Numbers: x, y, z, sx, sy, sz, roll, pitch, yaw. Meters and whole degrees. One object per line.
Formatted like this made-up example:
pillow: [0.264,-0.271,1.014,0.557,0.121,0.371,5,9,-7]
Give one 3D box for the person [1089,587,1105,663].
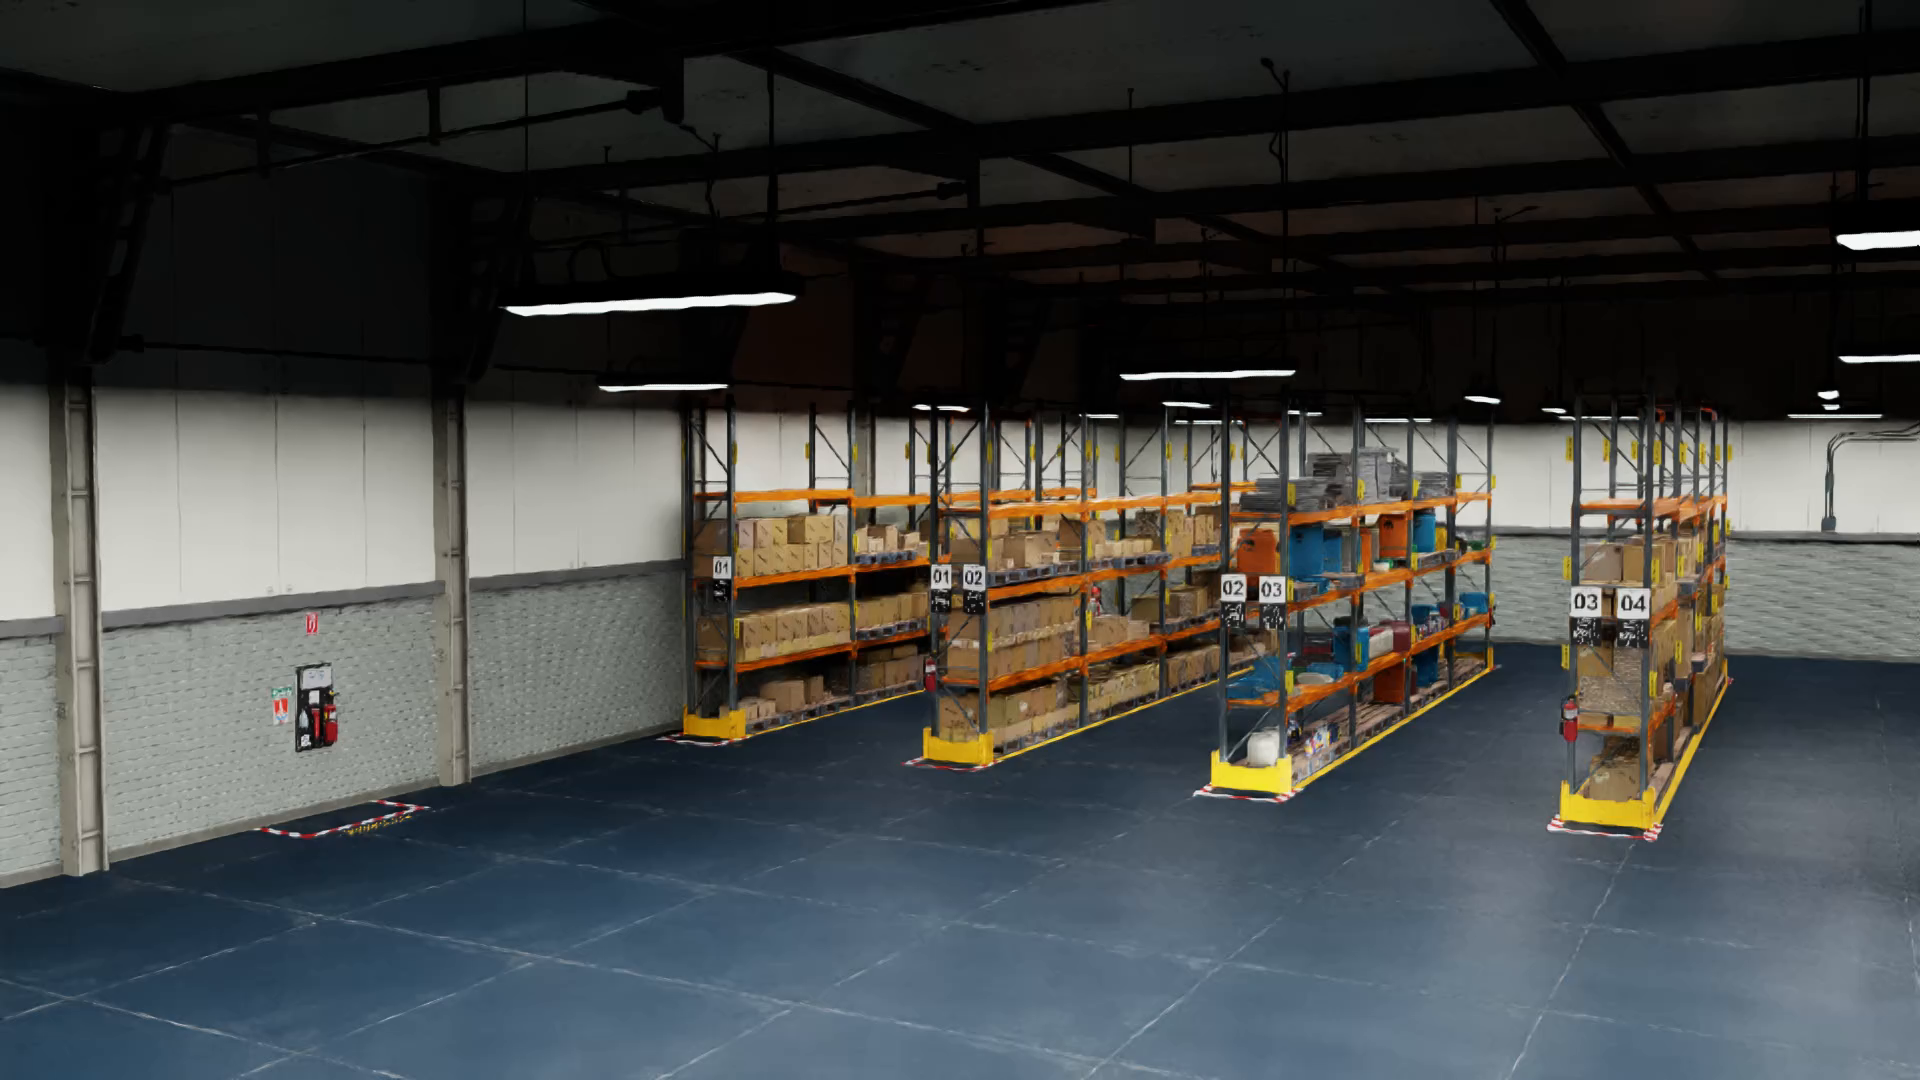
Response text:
person: [3.238,2.007,39.493,0.399,1.791,0.648,1,3,12]
